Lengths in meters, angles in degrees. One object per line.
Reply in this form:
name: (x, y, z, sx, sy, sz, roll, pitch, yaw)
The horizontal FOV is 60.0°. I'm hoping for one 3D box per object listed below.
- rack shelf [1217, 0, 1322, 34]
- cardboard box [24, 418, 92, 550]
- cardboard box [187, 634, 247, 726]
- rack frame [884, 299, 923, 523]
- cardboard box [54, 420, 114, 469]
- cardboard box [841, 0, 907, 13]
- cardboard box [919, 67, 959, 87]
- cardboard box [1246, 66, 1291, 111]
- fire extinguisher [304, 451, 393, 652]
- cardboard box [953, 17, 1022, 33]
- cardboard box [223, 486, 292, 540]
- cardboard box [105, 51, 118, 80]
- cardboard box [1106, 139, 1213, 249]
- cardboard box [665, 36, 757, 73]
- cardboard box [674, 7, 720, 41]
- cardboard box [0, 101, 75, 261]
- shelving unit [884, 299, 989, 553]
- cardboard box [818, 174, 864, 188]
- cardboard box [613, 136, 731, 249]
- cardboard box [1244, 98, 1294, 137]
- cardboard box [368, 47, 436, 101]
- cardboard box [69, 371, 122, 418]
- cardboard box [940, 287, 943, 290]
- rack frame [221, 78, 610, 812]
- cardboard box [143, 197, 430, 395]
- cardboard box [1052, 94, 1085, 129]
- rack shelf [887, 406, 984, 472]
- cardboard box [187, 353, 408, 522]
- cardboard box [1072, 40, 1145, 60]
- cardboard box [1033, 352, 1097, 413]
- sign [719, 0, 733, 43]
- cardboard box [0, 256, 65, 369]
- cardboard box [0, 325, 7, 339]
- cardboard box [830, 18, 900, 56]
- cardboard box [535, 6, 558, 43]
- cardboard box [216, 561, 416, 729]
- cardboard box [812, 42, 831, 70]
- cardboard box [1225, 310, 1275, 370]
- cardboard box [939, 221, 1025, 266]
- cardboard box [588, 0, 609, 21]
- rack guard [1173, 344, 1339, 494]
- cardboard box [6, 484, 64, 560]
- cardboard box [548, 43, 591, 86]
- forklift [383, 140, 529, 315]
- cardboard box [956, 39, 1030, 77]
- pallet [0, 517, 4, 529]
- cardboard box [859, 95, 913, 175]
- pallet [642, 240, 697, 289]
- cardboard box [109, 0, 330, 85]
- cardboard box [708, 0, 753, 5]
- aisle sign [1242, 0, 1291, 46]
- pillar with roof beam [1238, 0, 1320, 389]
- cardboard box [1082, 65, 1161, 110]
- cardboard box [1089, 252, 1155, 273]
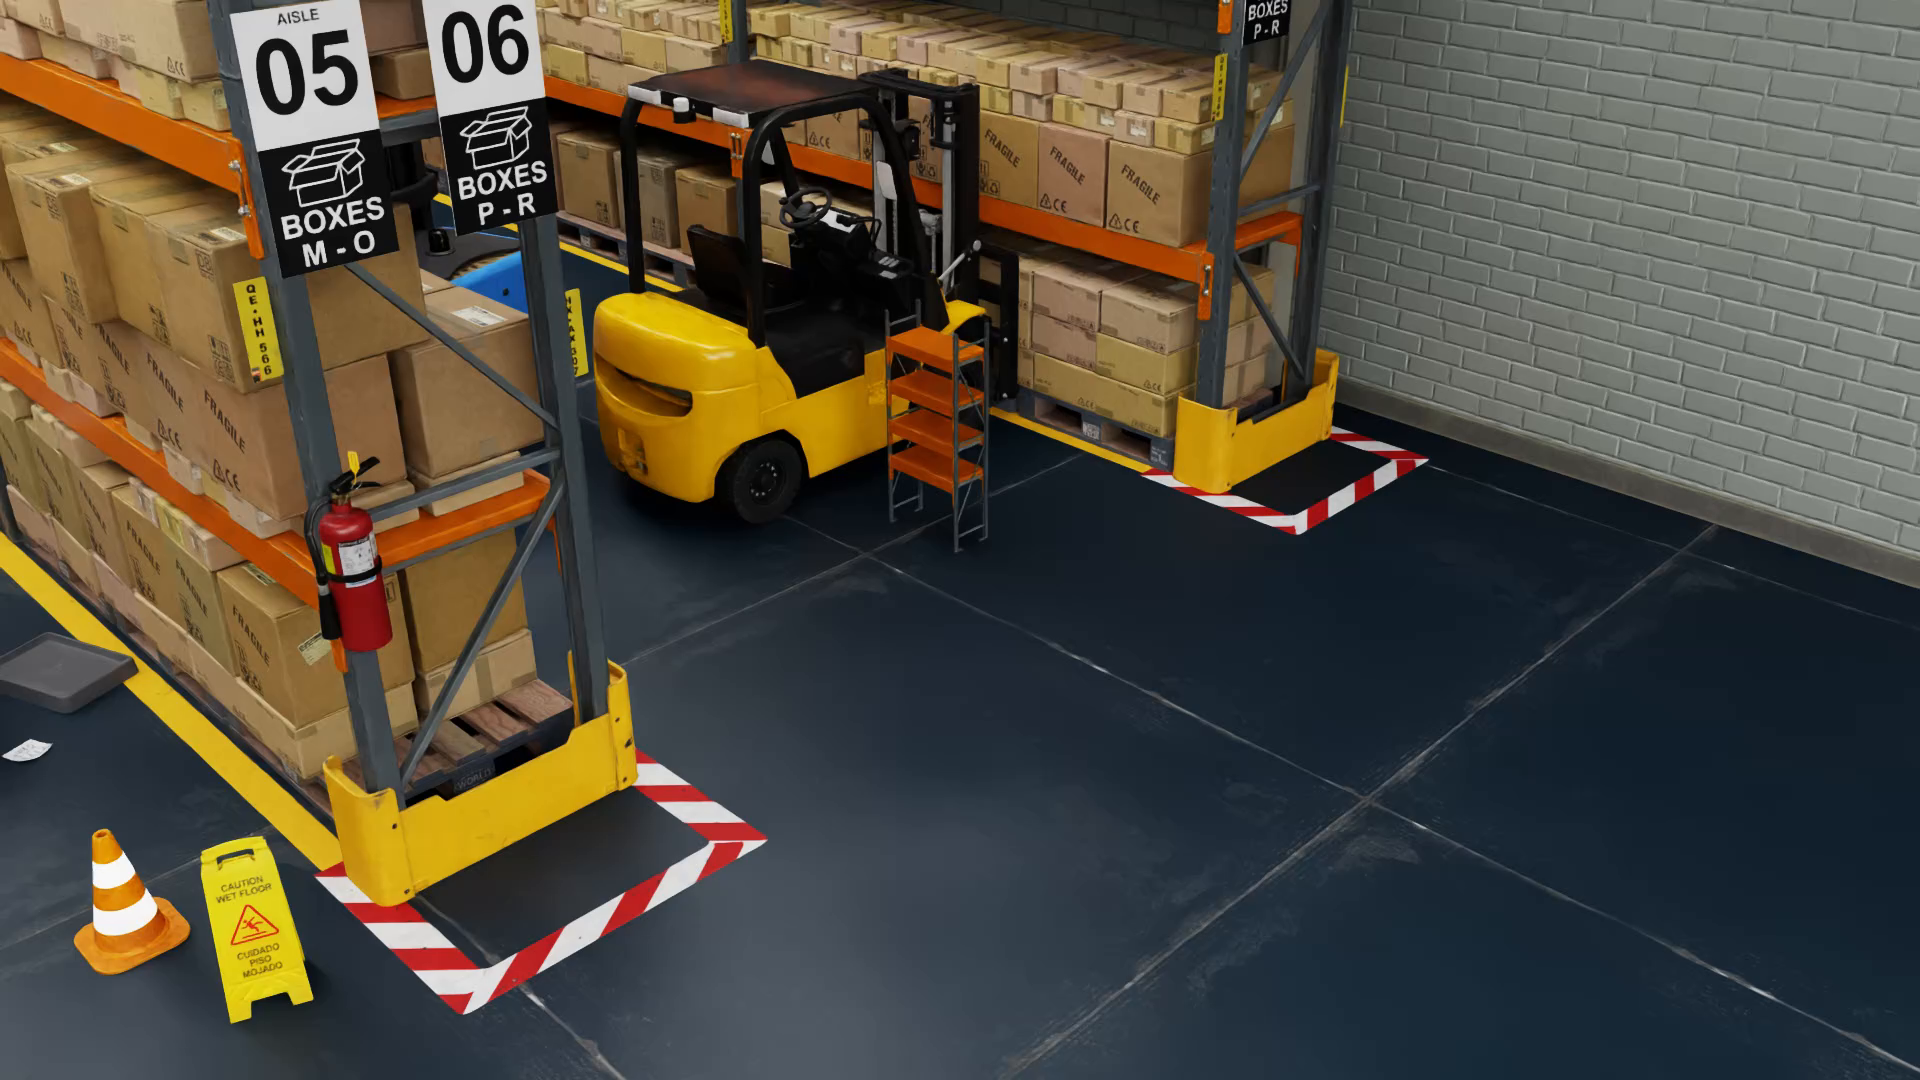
rack shelf: (0.268, -3.490, 9.715, 4.000, 0.370, 1.077, 25, 36, 38)
cardboard box: (-4.014, -0.333, 7.858, 0.500, 0.500, 0.500, -24, 36, -37)
cardboard box: (-2.912, 0.505, 7.070, 0.500, 0.250, 0.500, 25, 37, 39)
rack frame: (-0.292, -0.665, 8.725, 0.015, 1.200, 0.240, 25, 36, 38)
cardboard box: (-3.795, -0.476, 7.433, 0.380, 0.149, 0.250, -23, 35, -36)
cardboard box: (-0.569, -3.497, 11.054, 0.250, 0.149, 0.380, 23, 36, 37)
cardboard box: (-0.027, -2.763, 9.977, 0.250, 0.149, 0.380, 24, 36, 37)
cardboard box: (1.605, -2.472, 9.104, 0.250, 0.149, 0.380, 24, 36, 37)
fire extinguisher: (-2.025, 0.044, 5.526, 0.183, 0.674, 0.296, 25, 36, 38)
cardboard box: (0.172, -3.164, 10.421, 0.250, 0.149, 0.380, 24, 36, 38)
cardboard box: (-2.458, -0.166, 6.112, 0.250, 0.149, 0.380, 24, 36, 38)
cardboard box: (-2.734, -1.693, 5.794, 0.250, 0.149, 0.380, 25, 37, 39)
cardboard box: (1.159, -1.946, 9.121, 0.500, 0.500, 0.500, 24, 36, 37)
cardboard box: (-1.687, -3.364, 11.549, 0.500, 0.250, 0.500, 24, 36, 37)
cardboard box: (-1.754, -3.581, 11.533, 0.250, 0.149, 0.380, 24, 36, 38)
cardboard box: (-3.786, -1.541, 6.957, 0.500, 0.500, 0.700, 24, 36, 37)
shelving unit: (-0.118, -0.585, 8.573, 0.503, 1.200, 0.258, 25, 36, 38)
cardboard box: (-0.672, -2.449, 11.613, 0.500, 0.250, 0.500, -24, 36, -38)
cardboard box: (-2.086, -2.691, 12.745, 0.625, 0.625, 0.875, 24, 36, 38)
cardboard box: (1.634, -2.357, 9.205, 0.250, 0.149, 0.380, 23, 36, 37)
cardboard box: (-1.792, -1.613, 5.641, 0.250, 0.149, 0.380, 25, 36, 38)
cardboard box: (-3.531, -0.671, 7.074, 0.250, 0.149, 0.380, 24, 36, 38)
cardboard box: (0.041, -1.567, 10.473, 0.500, 0.250, 0.500, 24, 36, 38)
rack frame: (-1.783, -0.180, 5.870, 0.127, 3.000, 1.000, 25, 36, 38)
cardboard box: (-2.300, -0.893, 5.724, 0.500, 0.500, 0.700, 24, 36, 37)
cardboard box: (0.737, -2.443, 9.369, 0.250, 0.149, 0.380, 24, 36, 38)
rack shelf: (-0.118, -0.526, 8.605, 0.480, 0.148, 0.258, 25, 36, 38)
cardboard box: (-2.363, -0.442, 5.940, 0.500, 0.500, 0.500, 24, 36, 38)
cardboard box: (0.872, -2.814, 9.754, 0.380, 0.149, 0.250, -24, 36, -38)
cardboard box: (0.790, -1.011, 9.954, 0.500, 0.250, 0.500, 25, 36, 38)
sign: (-1.532, -3.428, 10.887, 0.005, 0.325, 0.100, 25, 36, 38)
cardboard box: (-3.794, -1.101, 7.194, 0.500, 0.500, 0.500, 24, 36, 38)
cardboard box: (-4.419, -1.100, 7.888, 0.380, 0.149, 0.250, -24, 36, -38)
cardboard box: (-0.589, -3.141, 10.376, 0.380, 0.149, 0.250, -24, 36, -38)
cardboard box: (-3.148, -4.027, 12.810, 0.500, 0.250, 0.500, 24, 36, 37)
cardboard box: (-2.537, 0.344, 6.570, 0.500, 0.500, 0.500, 25, 37, 39)
cardboard box: (-0.724, -3.114, 10.645, 0.250, 0.149, 0.380, 24, 36, 38)
cardboard box: (1.505, -1.241, 9.853, 0.500, 0.250, 0.500, -25, 36, -38)
cardboard box: (0.056, -1.781, 10.342, 0.500, 0.250, 0.500, 24, 36, 37)
cardboard box: (-2.489, -3.910, 12.159, 0.380, 0.149, 0.250, -25, 37, -39)
rack guard: (1.711, -0.714, 9.571, 0.348, 0.500, 1.175, 25, 36, 38)
cardboard box: (-4.404, -0.172, 8.357, 0.500, 0.250, 0.500, 23, 35, 36)
cardboard box: (-2.769, -3.645, 12.621, 0.500, 0.250, 0.500, -24, 36, -38)
forklift: (-3.975, -2.192, 9.769, 3.031, 2.935, 1.130, 13, 30, 23)
cardboard box: (0.193, -2.837, 9.799, 0.380, 0.149, 0.250, -25, 36, -38)
pallet: (-5.192, -0.505, 9.483, 1.213, 0.211, 1.003, 25, 36, 38)
cardboard box: (-0.280, -2.617, 10.397, 0.500, 0.500, 0.500, 24, 36, 38)
pallet: (-1.711, -2.127, 12.568, 1.213, 0.211, 1.003, 25, 36, 38)
cardboard box: (-2.337, -1.651, 5.285, 0.500, 0.250, 0.500, 24, 36, 38)
cardboard box: (-1.590, -3.838, 12.021, 0.250, 0.149, 0.380, 24, 36, 38)
aisle sign: (1.535, -2.860, 8.173, 0.004, 0.787, 0.394, 25, 36, 38)
pillar with roof beam: (-1.189, -3.582, 5.892, 0.400, 9.000, 9.100, 25, 36, 38)
cardboard box: (0.888, -2.485, 9.129, 0.380, 0.149, 0.250, -24, 36, -38)
cardboard box: (1.125, -1.621, 10.040, 0.500, 0.250, 0.500, 25, 36, 38)
